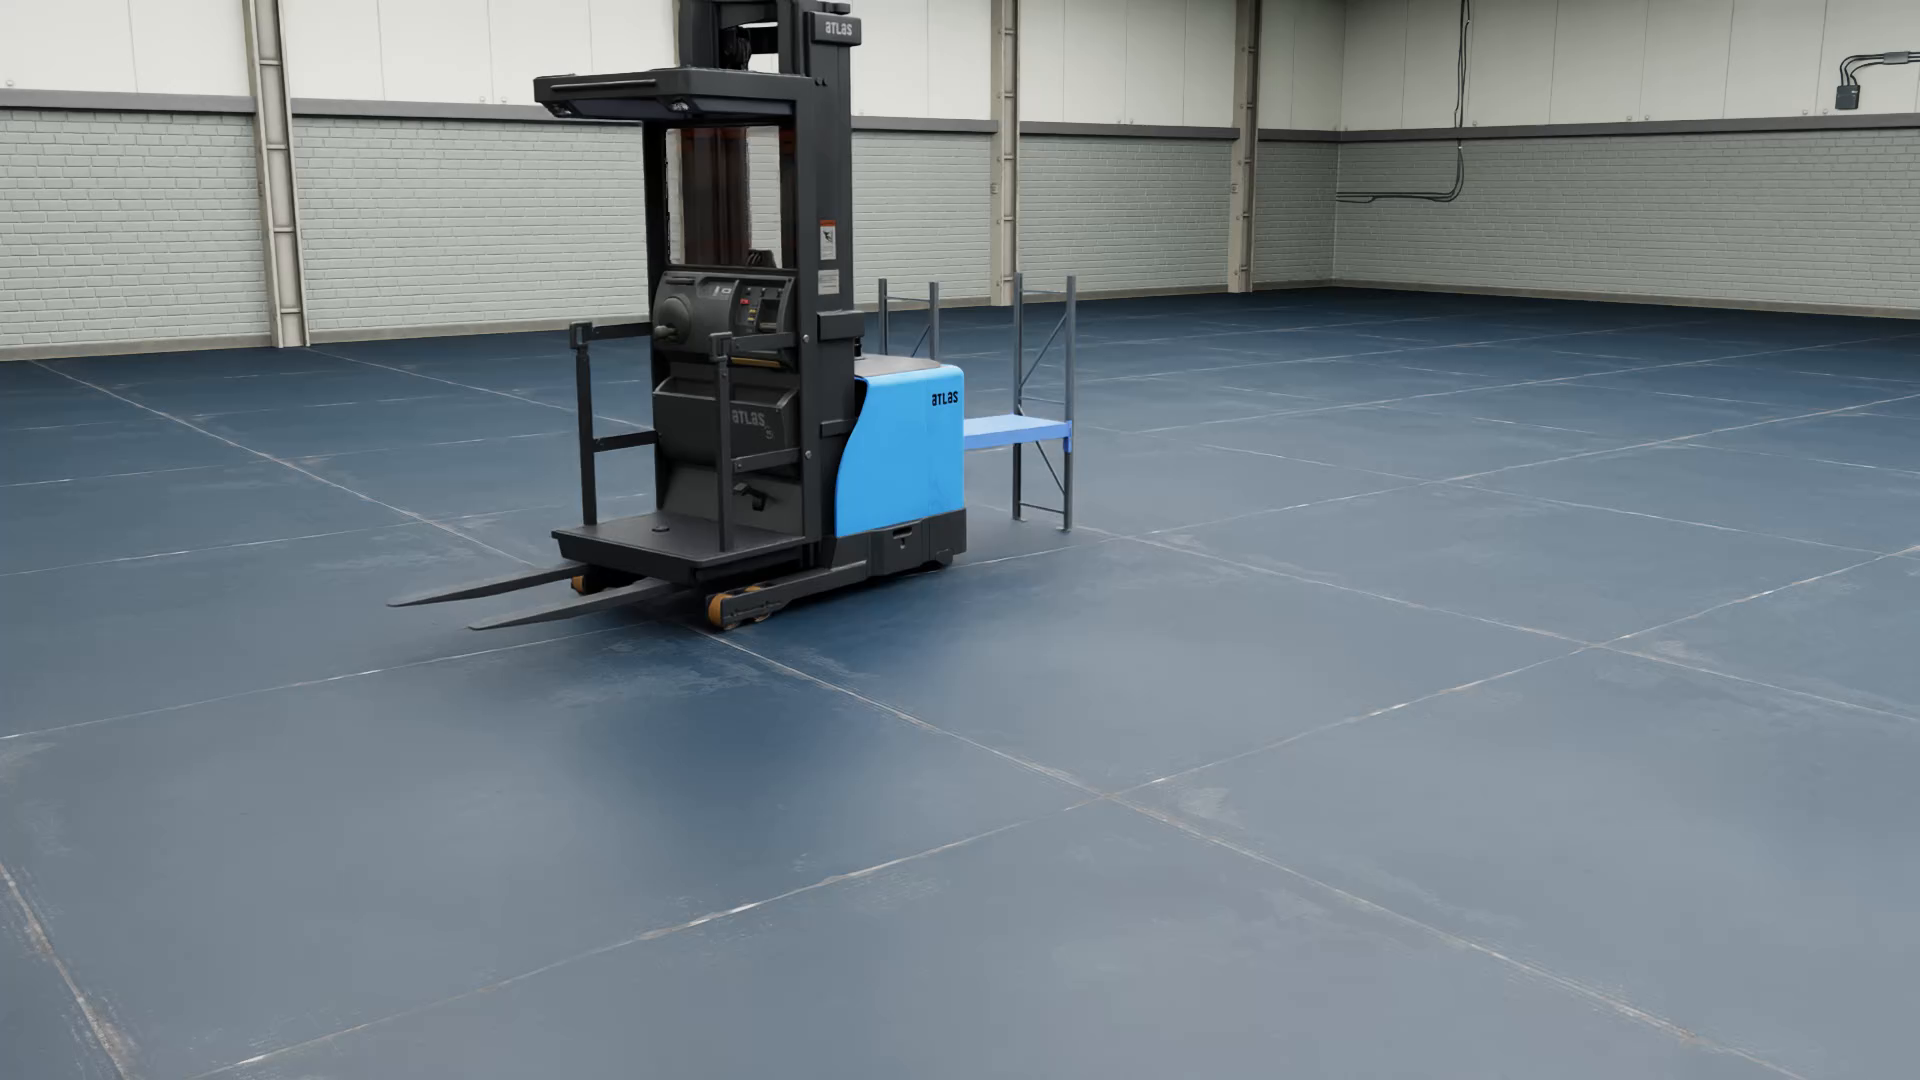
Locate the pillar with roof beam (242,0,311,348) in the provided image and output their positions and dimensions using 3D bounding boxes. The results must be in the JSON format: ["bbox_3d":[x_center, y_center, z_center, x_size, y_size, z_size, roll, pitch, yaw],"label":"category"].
[{"bbox_3d":[-5.920,-6.203,17.175,0.400,9.000,9.100,-9,15,-38],"label":"pillar with roof beam"}]

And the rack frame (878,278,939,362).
[{"bbox_3d":[-0.285,-0.690,9.268,0.032,1.500,0.500,-10,15,-39],"label":"rack frame"}]

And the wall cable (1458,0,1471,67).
[{"bbox_3d":[10.263,-9.917,29.985,0.112,2.526,3.097,-9,15,-38],"label":"wall cable"}]

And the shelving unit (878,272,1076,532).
[{"bbox_3d":[0.105,-0.758,9.587,1.048,1.500,0.538,-10,15,-39],"label":"shelving unit"}]

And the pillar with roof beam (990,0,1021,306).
[{"bbox_3d":[3.451,-7.760,24.508,0.400,9.000,9.100,-9,15,-38],"label":"pillar with roof beam"}]

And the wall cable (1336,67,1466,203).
[{"bbox_3d":[8.573,-7.886,32.576,0.112,2.526,3.097,-9,15,-38],"label":"wall cable"}]

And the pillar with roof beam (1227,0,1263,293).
[{"bbox_3d":[8.136,-8.538,28.175,0.400,9.000,9.100,-9,15,-38],"label":"pillar with roof beam"}]

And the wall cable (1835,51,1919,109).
[{"bbox_3d":[14.491,-9.526,24.639,0.169,6.003,2.305,-9,15,-38],"label":"wall cable"}]

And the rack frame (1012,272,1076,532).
[{"bbox_3d":[0.495,-0.825,9.906,0.032,1.500,0.500,-10,15,-39],"label":"rack frame"}]

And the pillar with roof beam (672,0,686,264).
[{"bbox_3d":[-1.235,-6.981,20.842,0.400,9.000,9.100,-9,15,-38],"label":"pillar with roof beam"}]

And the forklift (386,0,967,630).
[{"bbox_3d":[-1.287,-1.137,7.927,1.130,2.935,3.031,10,15,38],"label":"forklift"}]

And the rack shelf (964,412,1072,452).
[{"bbox_3d":[0.105,-0.582,9.624,1.000,0.185,0.538,-10,15,-39],"label":"rack shelf"}]
